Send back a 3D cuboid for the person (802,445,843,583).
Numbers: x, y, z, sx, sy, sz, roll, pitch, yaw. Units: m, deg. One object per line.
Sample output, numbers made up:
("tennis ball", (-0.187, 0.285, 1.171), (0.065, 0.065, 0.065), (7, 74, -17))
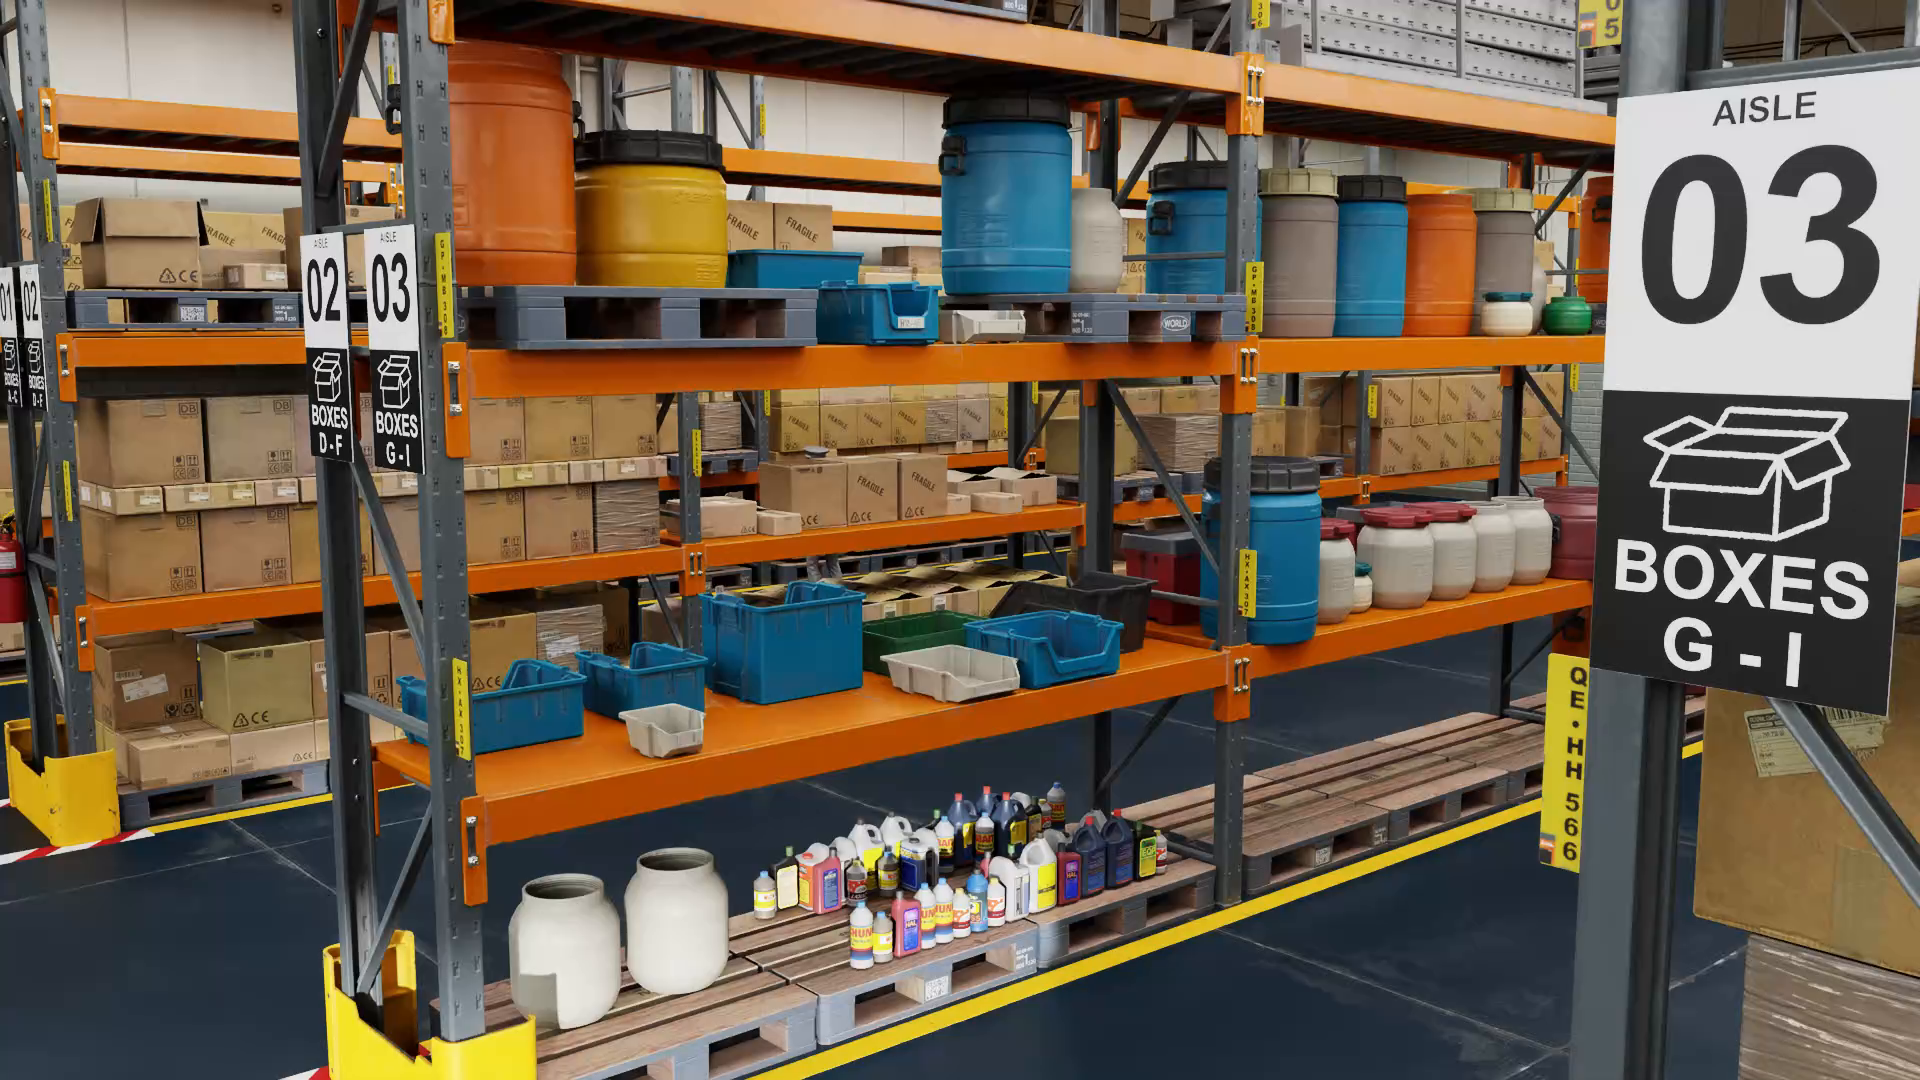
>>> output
("person", (-1.390, -0.105, 16.559), (0.547, 1.667, 0.409), (-7, 10, -44))
